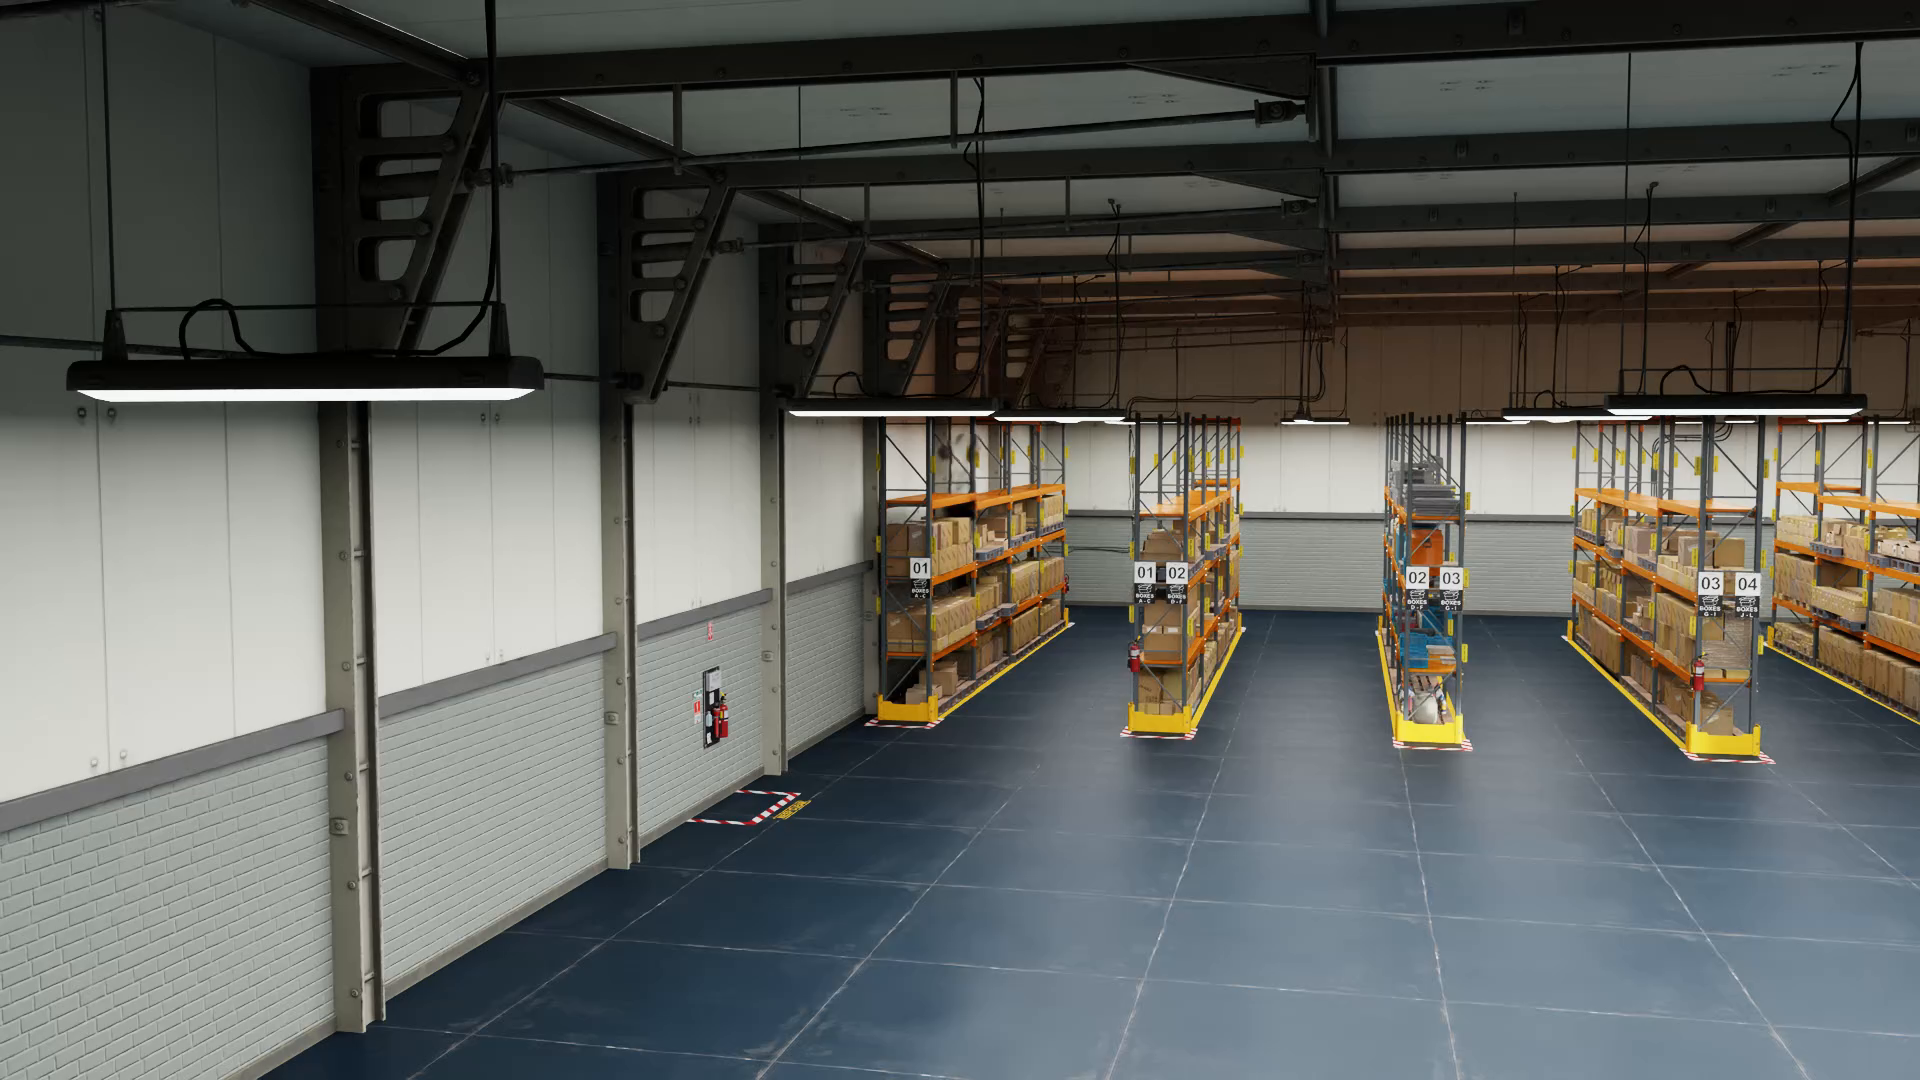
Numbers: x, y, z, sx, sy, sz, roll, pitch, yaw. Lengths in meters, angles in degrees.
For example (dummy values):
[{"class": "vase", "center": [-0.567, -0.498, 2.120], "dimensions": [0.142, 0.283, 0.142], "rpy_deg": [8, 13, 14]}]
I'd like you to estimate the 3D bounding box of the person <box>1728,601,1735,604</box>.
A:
[{"class": "person", "center": [19.685, 1.993, 42.472], "dimensions": [0.697, 1.736, 0.622], "rpy_deg": [1, 4, 20]}]
